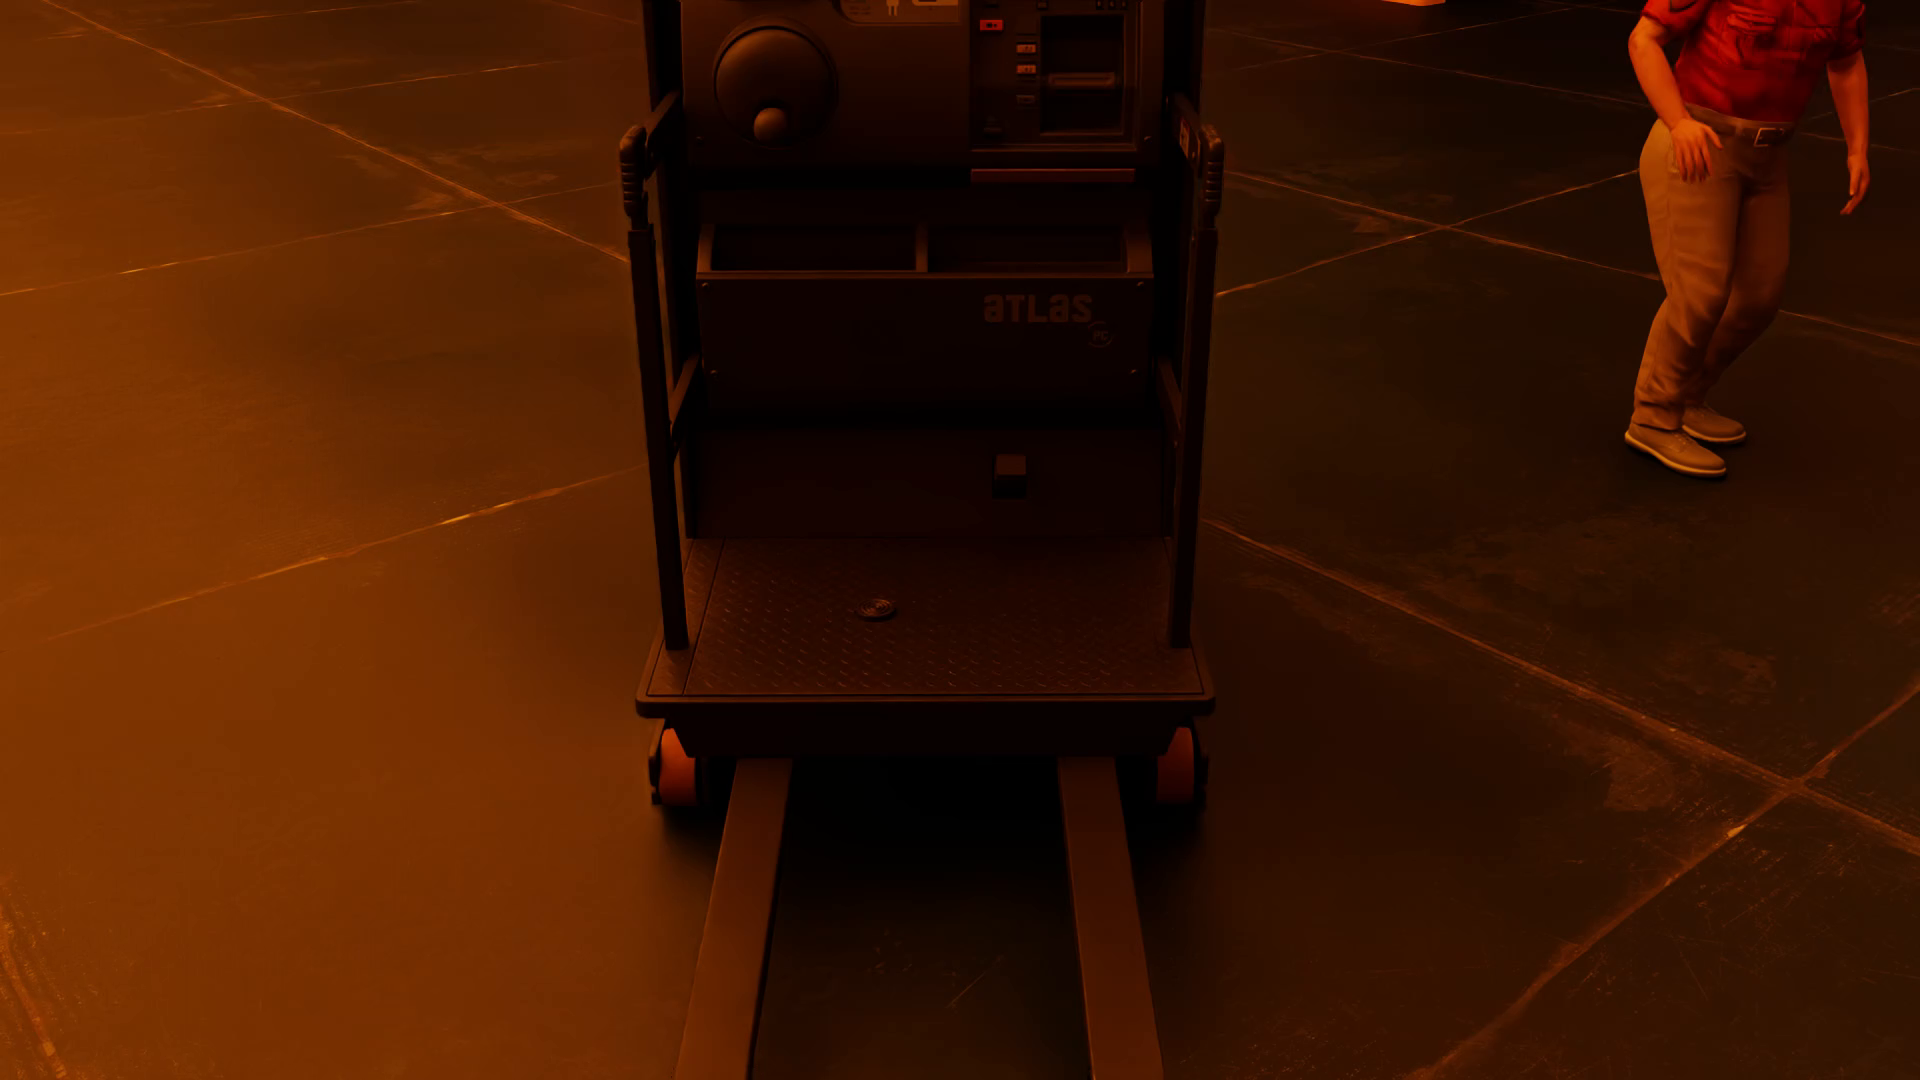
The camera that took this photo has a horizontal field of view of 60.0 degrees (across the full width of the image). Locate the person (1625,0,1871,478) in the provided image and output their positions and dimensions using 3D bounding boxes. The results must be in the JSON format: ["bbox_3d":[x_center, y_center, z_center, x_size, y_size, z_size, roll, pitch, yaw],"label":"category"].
[{"bbox_3d":[2.266,-1.056,4.735,0.736,1.696,0.507,-10,28,-19],"label":"person"}]

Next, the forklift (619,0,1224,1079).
[{"bbox_3d":[-0.067,-0.905,3.028,1.130,2.935,3.031,0,26,0],"label":"forklift"}]
